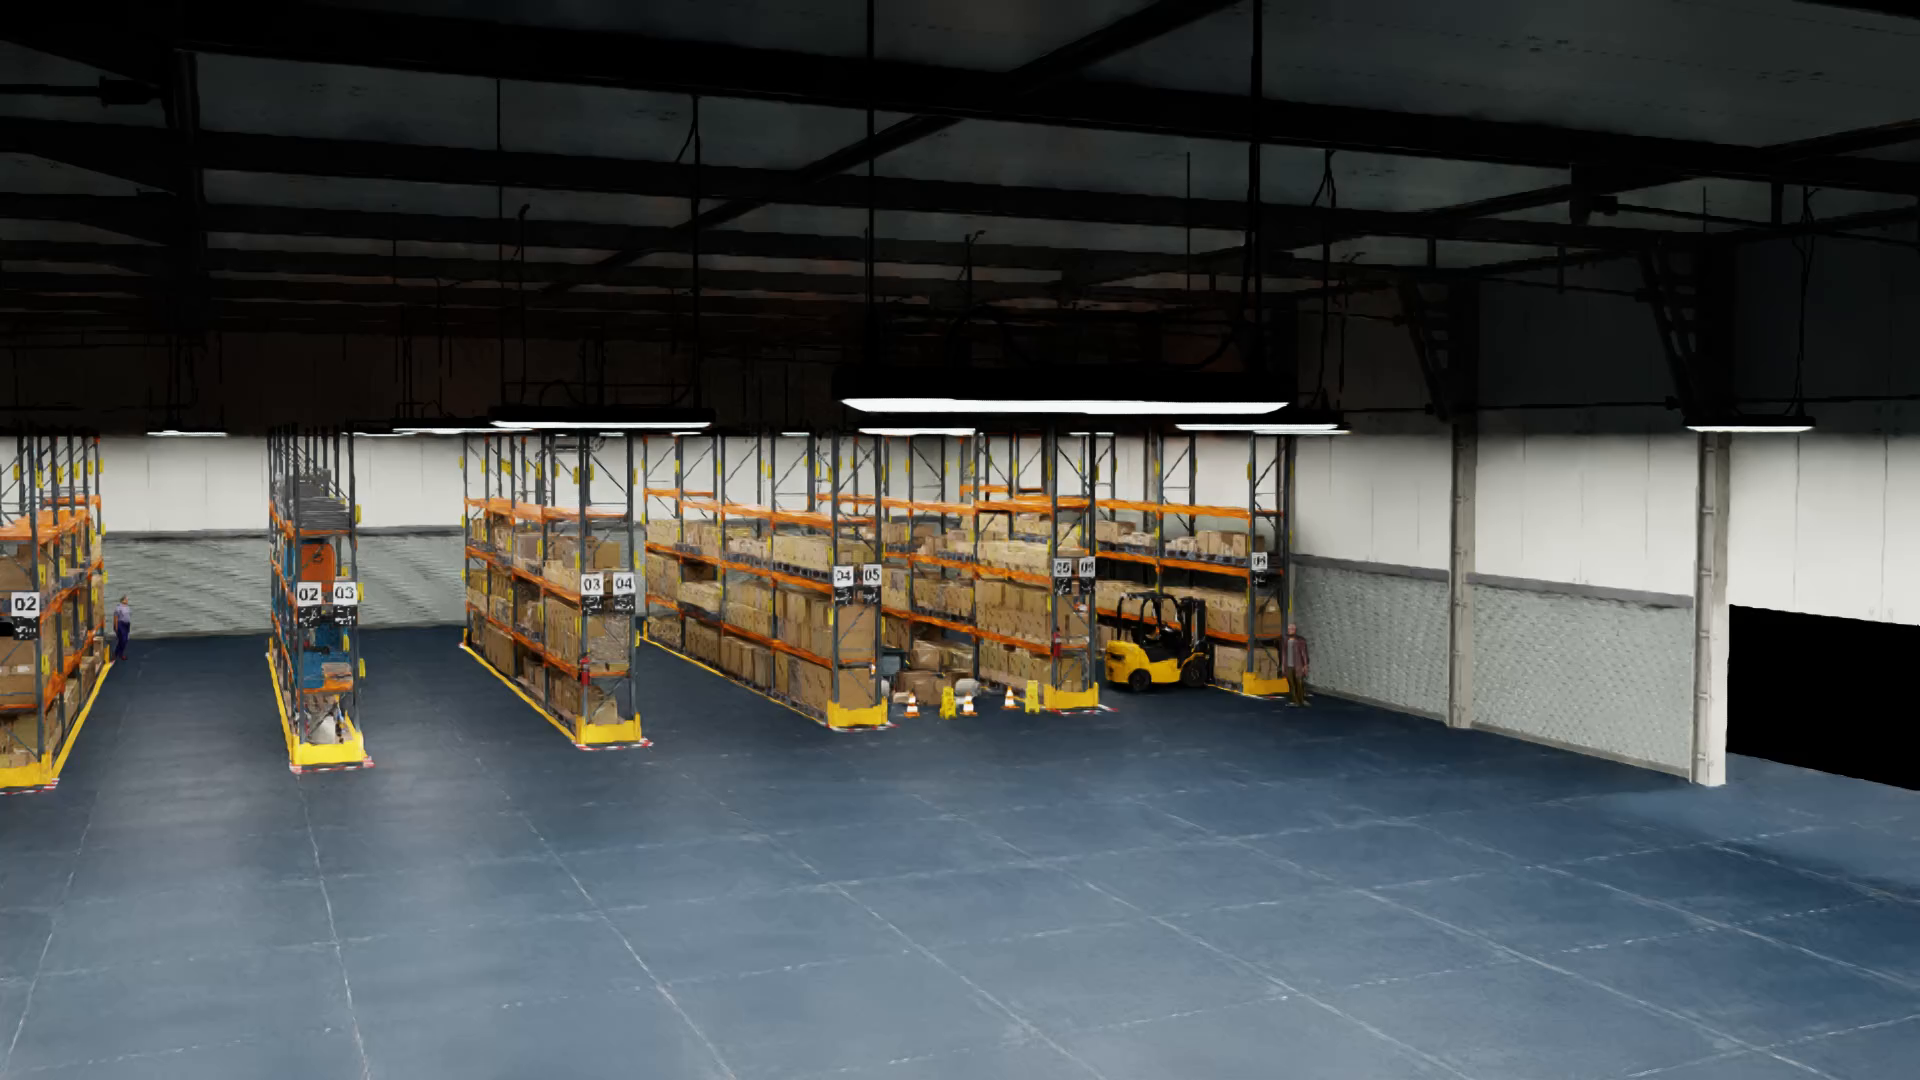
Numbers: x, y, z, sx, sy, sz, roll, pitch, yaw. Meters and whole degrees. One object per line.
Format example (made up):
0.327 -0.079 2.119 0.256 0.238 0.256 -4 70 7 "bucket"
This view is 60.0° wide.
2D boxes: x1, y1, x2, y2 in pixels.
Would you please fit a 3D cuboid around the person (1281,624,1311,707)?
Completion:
7.133 2.668 35.319 0.683 1.772 0.460 3 4 36 "person"

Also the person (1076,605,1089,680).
2.869 2.414 39.484 0.498 1.765 0.625 0 4 5 "person"

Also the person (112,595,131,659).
-21.804 2.255 43.262 0.418 1.650 0.503 1 4 8 "person"
